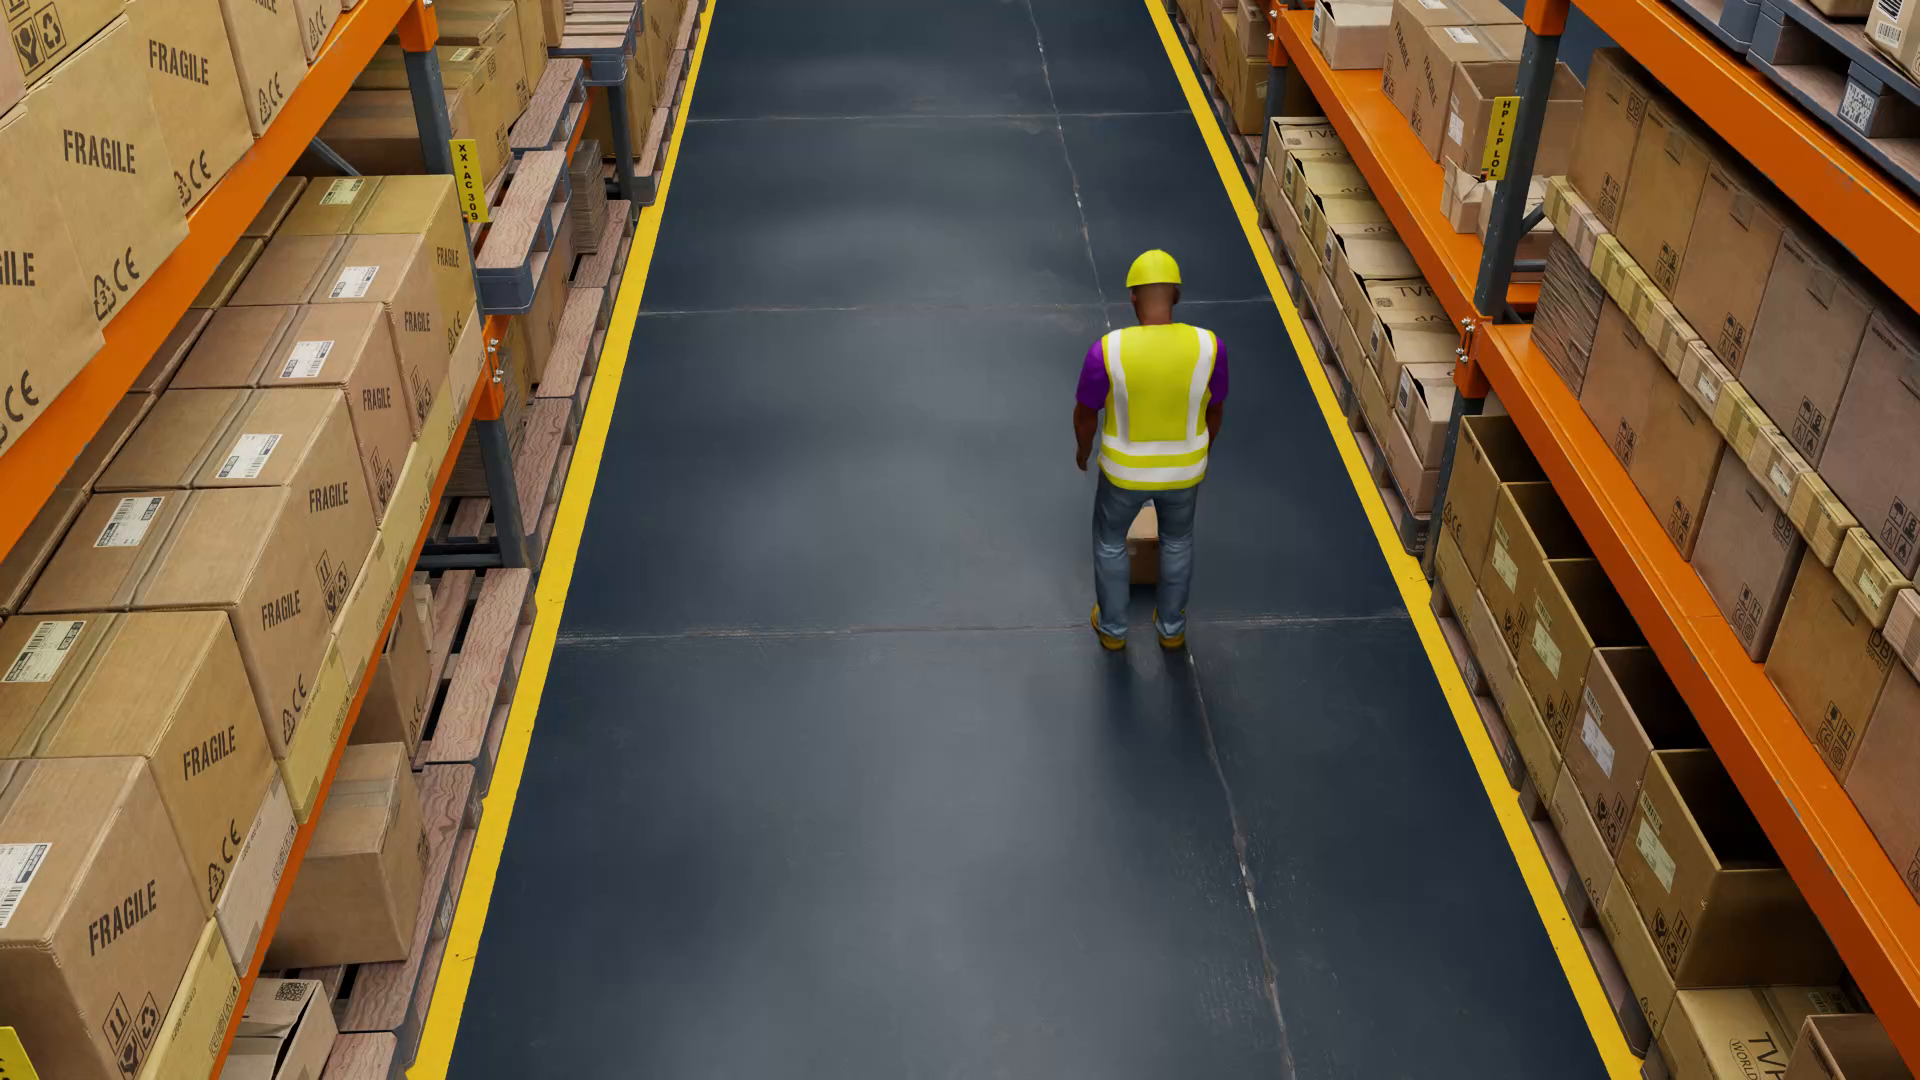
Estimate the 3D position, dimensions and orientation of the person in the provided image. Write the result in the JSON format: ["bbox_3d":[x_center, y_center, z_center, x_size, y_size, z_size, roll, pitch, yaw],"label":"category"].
[{"bbox_3d":[0.736,-0.320,6.619,0.588,1.726,0.438,-1,35,-1],"label":"person"}]
